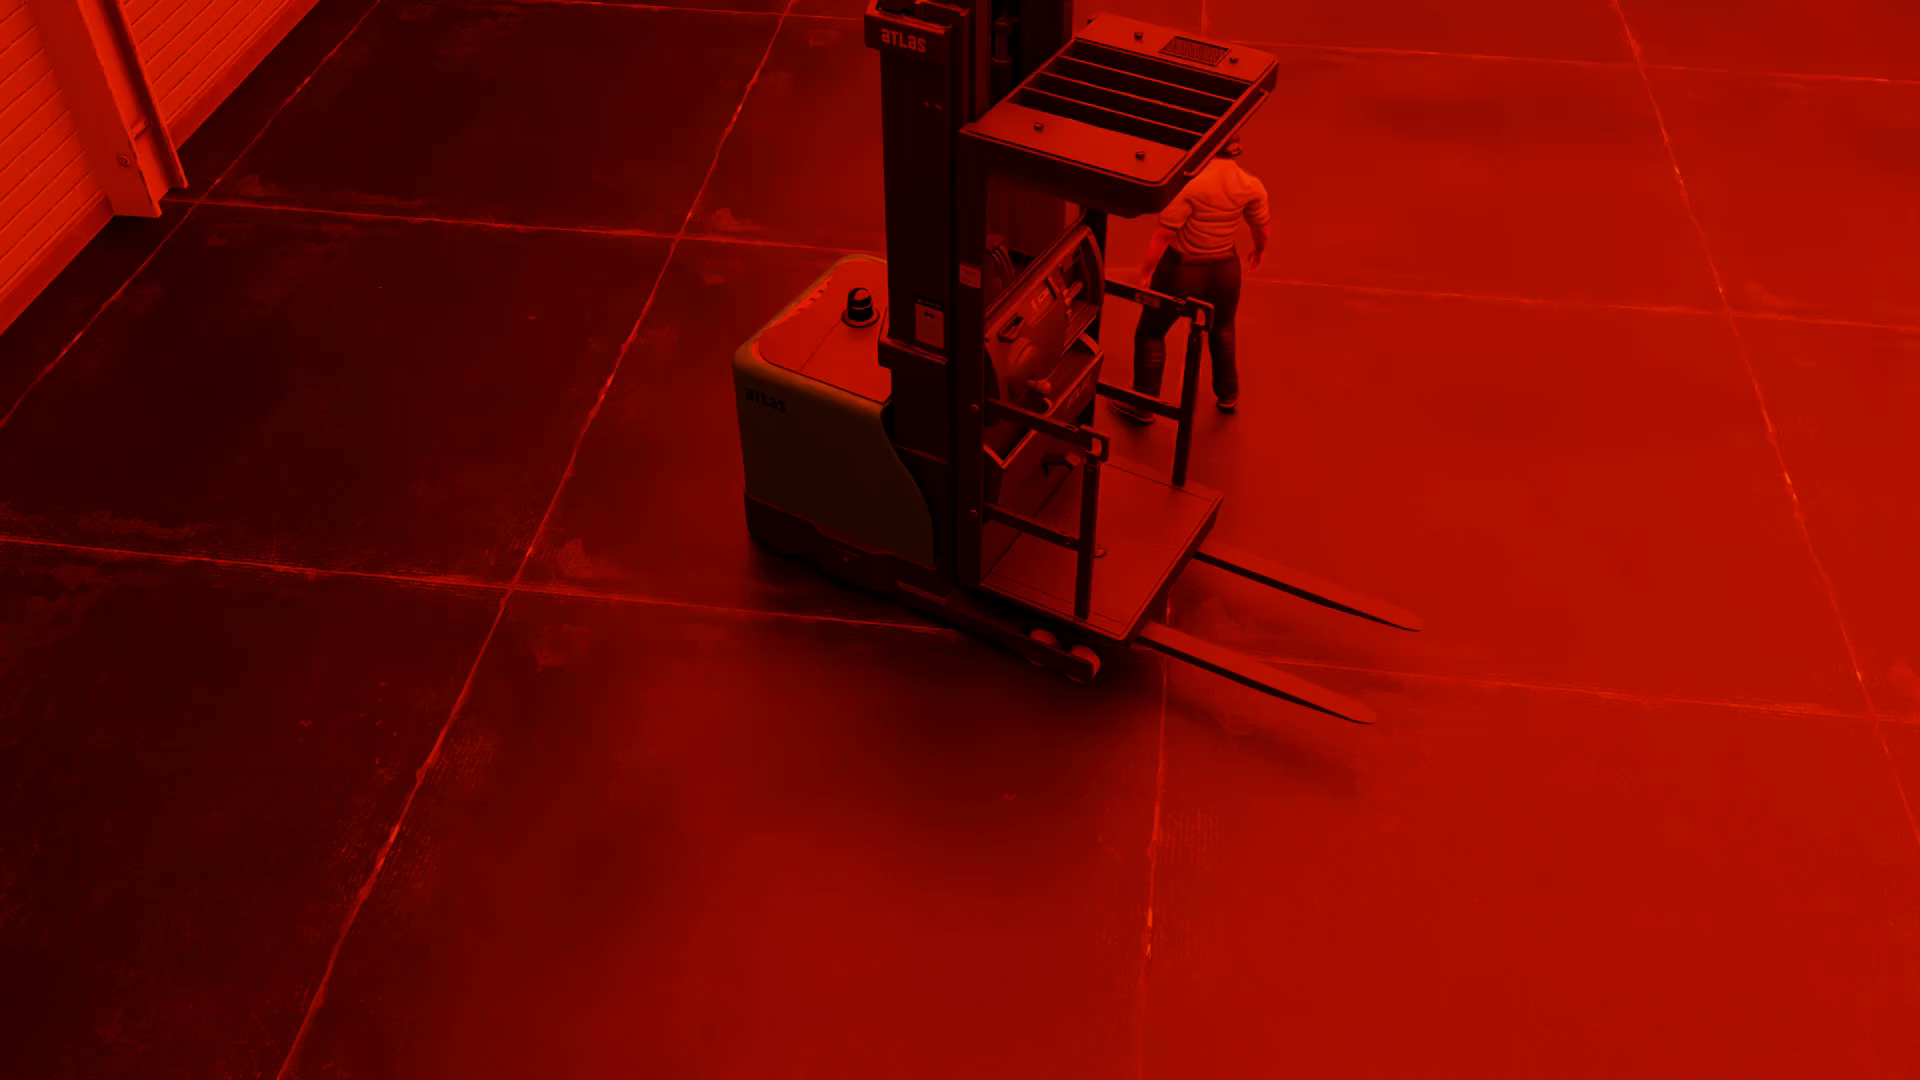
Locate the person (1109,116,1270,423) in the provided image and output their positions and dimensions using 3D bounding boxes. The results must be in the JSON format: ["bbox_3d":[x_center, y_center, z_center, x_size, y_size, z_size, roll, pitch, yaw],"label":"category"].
[{"bbox_3d":[1.167,-1.302,8.111,0.748,1.640,0.344,-10,43,-11],"label":"person"}]

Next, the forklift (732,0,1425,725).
[{"bbox_3d":[0.529,-0.874,6.675,3.031,2.935,1.130,21,47,22],"label":"forklift"}]
